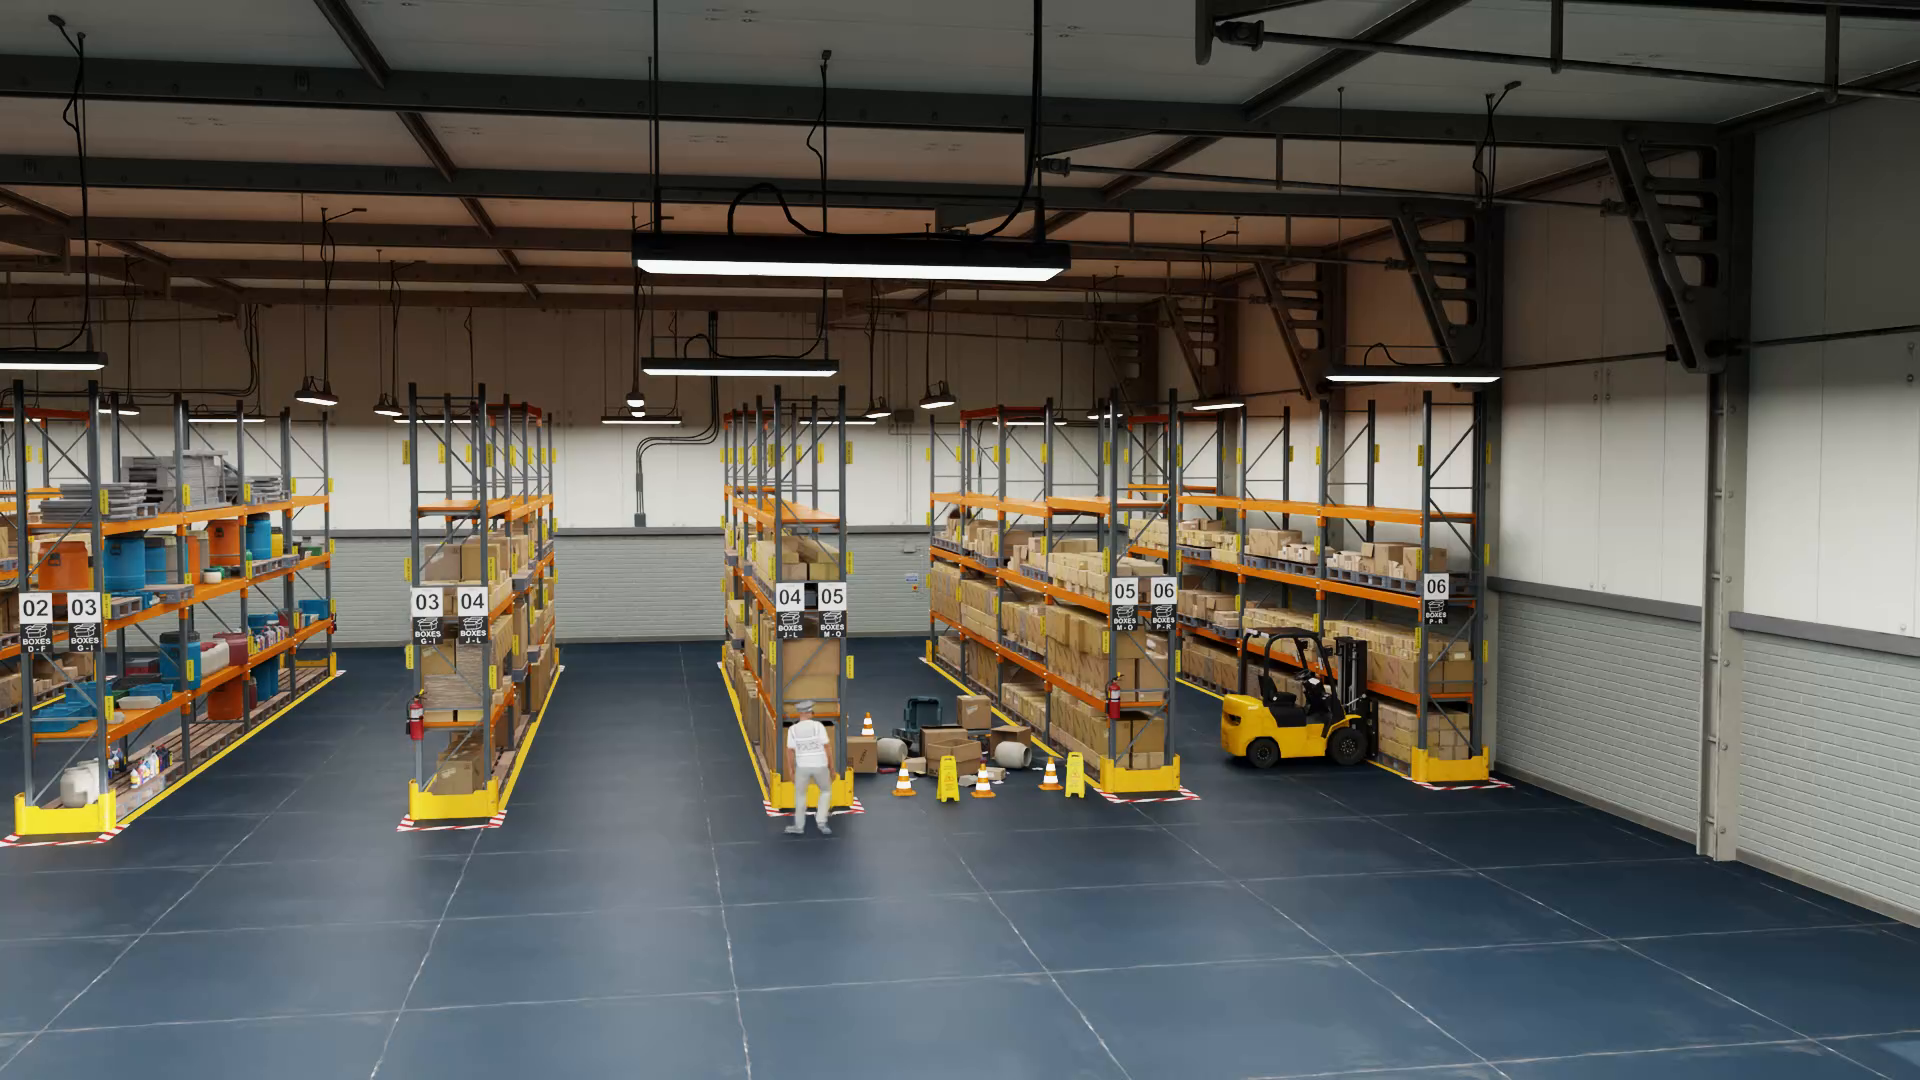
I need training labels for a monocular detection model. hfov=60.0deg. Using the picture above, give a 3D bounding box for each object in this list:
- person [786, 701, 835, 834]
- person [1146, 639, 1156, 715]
[{"bbox_3d":[-1.978,3.014,21.951,0.659,1.781,0.429,0,3,-3],"label":"person"},{"bbox_3d":[3.362,2.629,29.925,0.443,1.690,0.418,0,3,-7],"label":"person"}]
